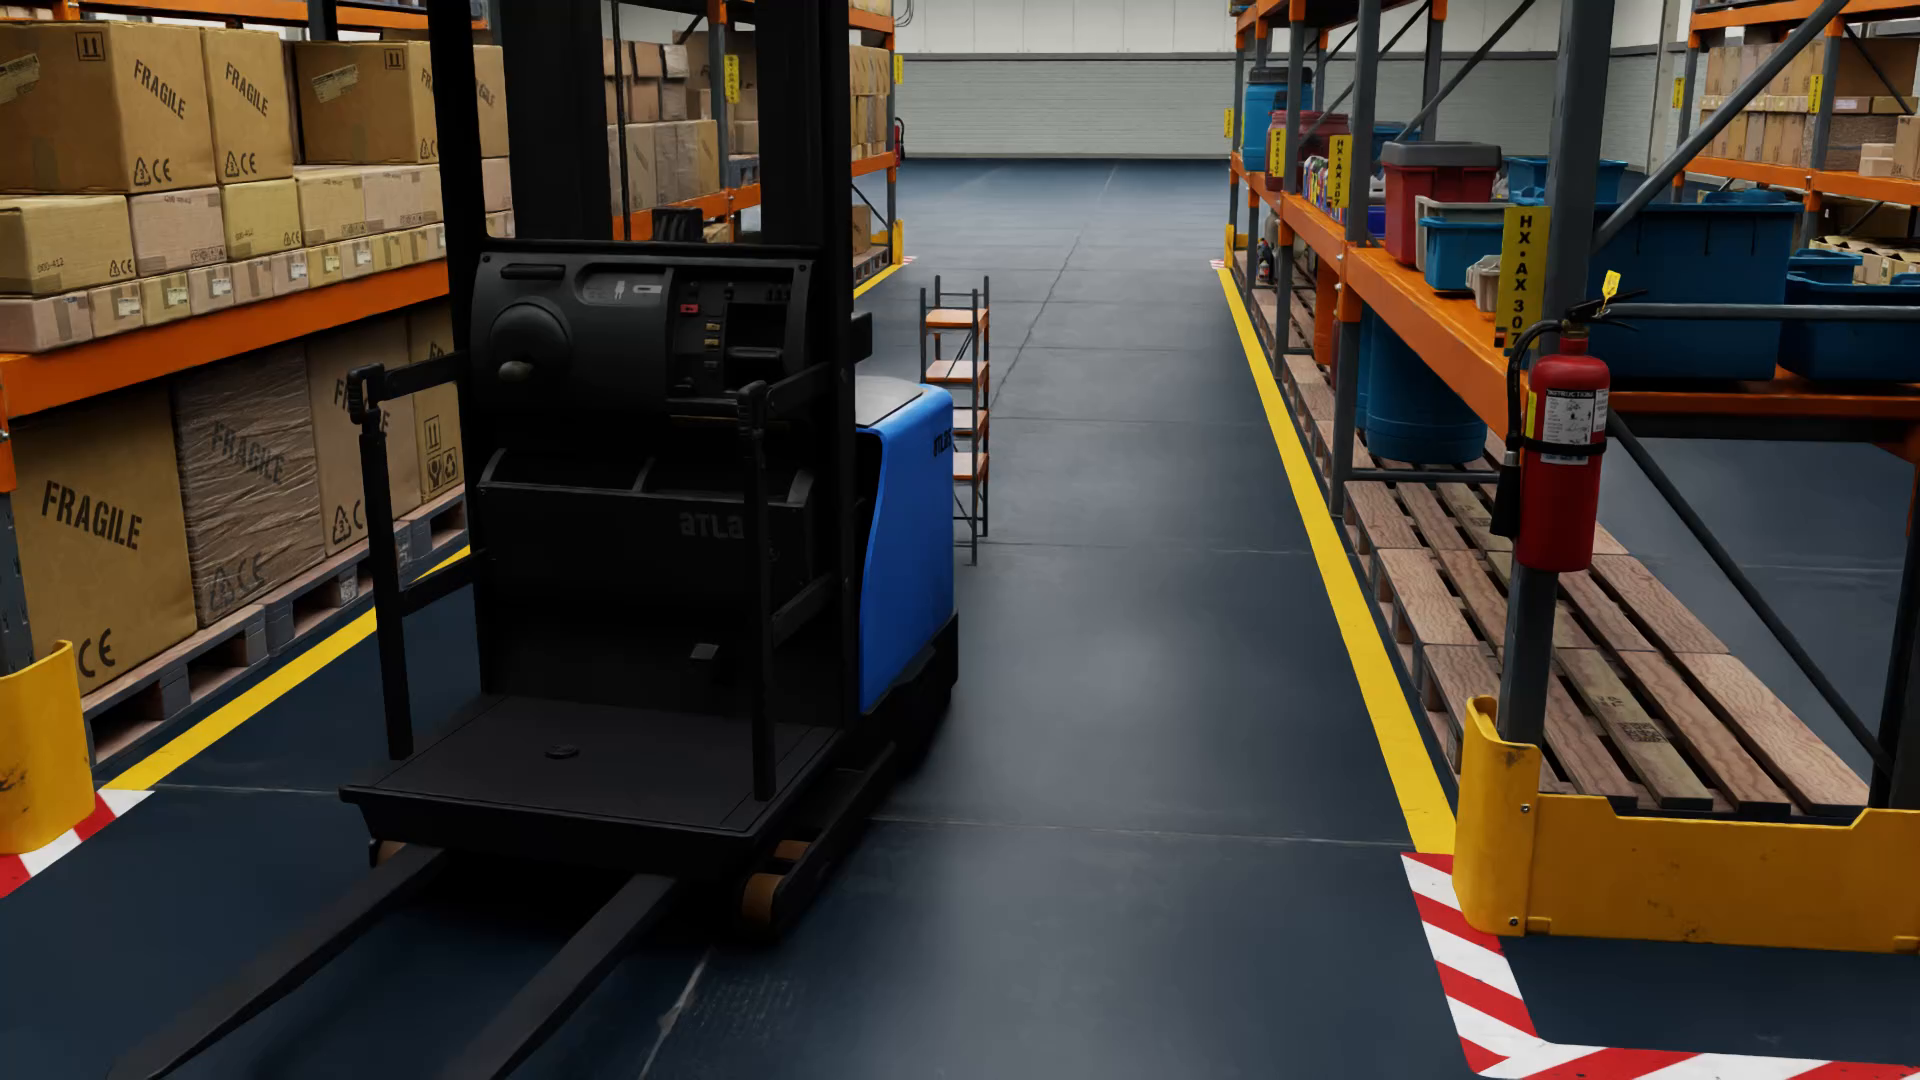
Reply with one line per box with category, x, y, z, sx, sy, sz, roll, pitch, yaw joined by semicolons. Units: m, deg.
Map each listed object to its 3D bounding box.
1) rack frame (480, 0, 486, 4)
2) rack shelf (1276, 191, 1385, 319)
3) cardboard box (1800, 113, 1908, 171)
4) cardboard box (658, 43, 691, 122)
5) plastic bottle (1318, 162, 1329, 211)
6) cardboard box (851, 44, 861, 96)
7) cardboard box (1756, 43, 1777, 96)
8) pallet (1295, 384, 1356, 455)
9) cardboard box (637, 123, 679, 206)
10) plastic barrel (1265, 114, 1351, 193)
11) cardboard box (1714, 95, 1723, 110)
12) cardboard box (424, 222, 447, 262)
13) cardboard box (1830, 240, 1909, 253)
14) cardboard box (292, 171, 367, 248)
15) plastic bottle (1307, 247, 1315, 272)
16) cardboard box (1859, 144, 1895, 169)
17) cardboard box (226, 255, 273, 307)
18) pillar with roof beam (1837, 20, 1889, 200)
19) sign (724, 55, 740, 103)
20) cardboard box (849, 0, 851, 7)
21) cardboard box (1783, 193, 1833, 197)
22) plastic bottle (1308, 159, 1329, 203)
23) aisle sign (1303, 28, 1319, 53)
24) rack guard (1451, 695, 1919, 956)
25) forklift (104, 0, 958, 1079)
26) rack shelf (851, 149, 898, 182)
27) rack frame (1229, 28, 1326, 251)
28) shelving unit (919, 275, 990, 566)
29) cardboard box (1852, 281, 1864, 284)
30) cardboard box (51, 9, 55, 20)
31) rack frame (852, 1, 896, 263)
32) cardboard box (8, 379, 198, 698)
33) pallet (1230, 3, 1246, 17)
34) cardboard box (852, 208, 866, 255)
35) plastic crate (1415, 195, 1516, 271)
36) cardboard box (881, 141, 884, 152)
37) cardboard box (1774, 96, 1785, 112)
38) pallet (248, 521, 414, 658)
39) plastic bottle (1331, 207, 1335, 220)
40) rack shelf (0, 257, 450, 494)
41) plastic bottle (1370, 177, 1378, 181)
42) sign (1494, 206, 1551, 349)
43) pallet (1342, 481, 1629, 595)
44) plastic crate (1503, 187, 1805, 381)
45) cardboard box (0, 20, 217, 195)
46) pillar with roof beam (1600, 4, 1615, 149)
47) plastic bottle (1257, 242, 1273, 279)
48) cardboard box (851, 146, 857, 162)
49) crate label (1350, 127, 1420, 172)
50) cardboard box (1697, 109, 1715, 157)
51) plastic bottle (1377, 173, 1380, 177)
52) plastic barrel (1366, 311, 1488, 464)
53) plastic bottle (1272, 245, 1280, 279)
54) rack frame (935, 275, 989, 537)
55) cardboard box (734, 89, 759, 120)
rack frame;-6.187;-7.878;19.557;1.000;3.000;0.127;2;15;6
rack shelf;2.523;-1.723;9.666;1.077;0.370;4.000;2;15;6
cardboard box;8.165;-3.643;15.197;0.700;0.500;0.500;1;15;5
cardboard box;-2.271;-3.078;11.186;0.797;0.503;0.637;2;15;8
plastic bottle;2.203;-2.132;10.023;0.061;0.283;0.133;2;15;6
cardboard box;-1.306;-4.816;17.047;0.500;0.500;0.500;2;15;6
cardboard box;8.335;-4.660;16.472;0.700;0.500;0.500;2;15;6
pallet;2.561;-0.722;9.927;1.003;0.211;1.213;2;15;6
cardboard box;-2.099;-2.384;10.541;0.500;0.500;0.500;1;15;4
plastic barrel;2.500;-2.784;11.951;0.600;0.536;0.708;2;15;6
cardboard box;8.258;-4.650;17.677;0.380;0.149;0.250;2;15;6
cardboard box;-2.420;-1.287;7.158;0.380;0.149;0.250;2;15;7
cardboard box;7.766;-2.396;14.166;0.500;0.311;0.500;2;15;6
cardboard box;-2.587;-1.249;6.250;0.500;0.250;0.500;1;15;5
plastic bottle;3.623;-2.878;16.935;0.152;0.276;0.135;2;15;6
cardboard box;8.109;-3.278;14.327;0.500;0.250;0.500;3;15;10
cardboard box;-2.593;-0.888;5.680;0.380;0.149;0.250;1;15;5
pillar with roof beam;11.352;-10.300;28.515;9.100;9.000;0.400;2;15;6
sign;-1.621;-3.278;11.822;0.100;0.325;0.005;2;15;6
cardboard box;-1.361;-5.395;16.406;0.500;0.250;0.500;2;15;6
cardboard box;8.710;-3.347;17.319;0.500;0.500;0.500;2;15;6
plastic bottle;2.327;-2.306;10.683;0.152;0.276;0.135;2;15;6
aisle sign;3.955;-5.929;18.861;0.394;0.787;0.004;2;15;6
rack guard;1.856;0.699;4.119;1.175;0.500;0.348;2;15;6
forklift;-0.879;-0.549;4.077;1.130;2.935;3.031;4;16;14
rack shelf;-1.496;-3.944;17.879;1.077;0.370;4.000;2;15;6
rack frame;3.651;-4.664;19.164;1.000;3.000;0.127;2;15;6
shelving unit;-0.019;-0.536;7.347;0.258;1.200;0.503;2;15;6
cardboard box;7.715;-1.991;13.741;0.500;0.250;0.500;1;15;5
cardboard box;-10.874;-6.262;19.809;0.380;0.149;0.250;2;15;7
rack frame;-1.270;-4.810;19.703;1.000;3.000;0.127;2;15;6
cardboard box;-3.083;-0.005;5.202;0.875;0.875;0.875;2;15;6
pallet;3.461;-5.809;18.014;1.003;0.211;1.213;2;15;6
cardboard box;-1.390;-3.488;18.801;0.500;0.500;0.500;6;16;21
plastic crate;1.942;-1.133;6.217;0.437;0.282;0.530;2;15;6
cardboard box;-1.097;-4.609;19.440;0.380;0.149;0.250;2;15;6
cardboard box;8.056;-4.182;15.946;0.380;0.149;0.250;2;15;6
pallet;-2.923;0.161;6.663;1.003;0.211;1.213;2;15;6
plastic bottle;2.160;-1.924;9.269;0.152;0.276;0.135;2;15;6
rack shelf;-2.850;-0.832;6.369;1.077;0.370;4.000;2;15;6
plastic bottle;2.062;-1.698;8.434;0.152;0.276;0.135;2;15;6
sign;1.298;-0.605;3.840;0.100;0.325;0.005;2;15;6
pallet;2.253;-0.014;7.308;1.003;0.211;1.213;2;15;6
plastic crate;1.698;-0.653;4.146;0.616;0.435;0.499;2;15;6
cardboard box;-2.696;-1.340;5.150;0.500;0.500;0.500;1;15;5
pillar with roof beam;13.383;-14.969;45.780;9.100;9.000;0.400;2;15;6
plastic bottle;2.986;-2.736;16.265;0.144;0.351;0.185;1;15;5
cardboard box;-1.268;-3.957;17.030;0.380;0.149;0.250;2;15;6
crate label;3.130;-2.856;12.409;0.502;0.435;0.616;2;15;6
cardboard box;8.507;-4.445;18.161;0.700;0.500;0.500;2;15;6
plastic bottle;2.245;-1.828;8.922;0.097;0.271;0.097;0;15;0
plastic barrel;2.376;-0.882;8.393;0.600;0.901;0.708;2;15;6
plastic bottle;3.130;-2.731;16.249;0.144;0.351;0.185;2;15;6
rack frame;0.009;-0.600;7.581;0.240;1.200;0.015;2;15;6
cardboard box;-1.825;-3.573;14.126;0.797;0.503;0.637;3;15;12
